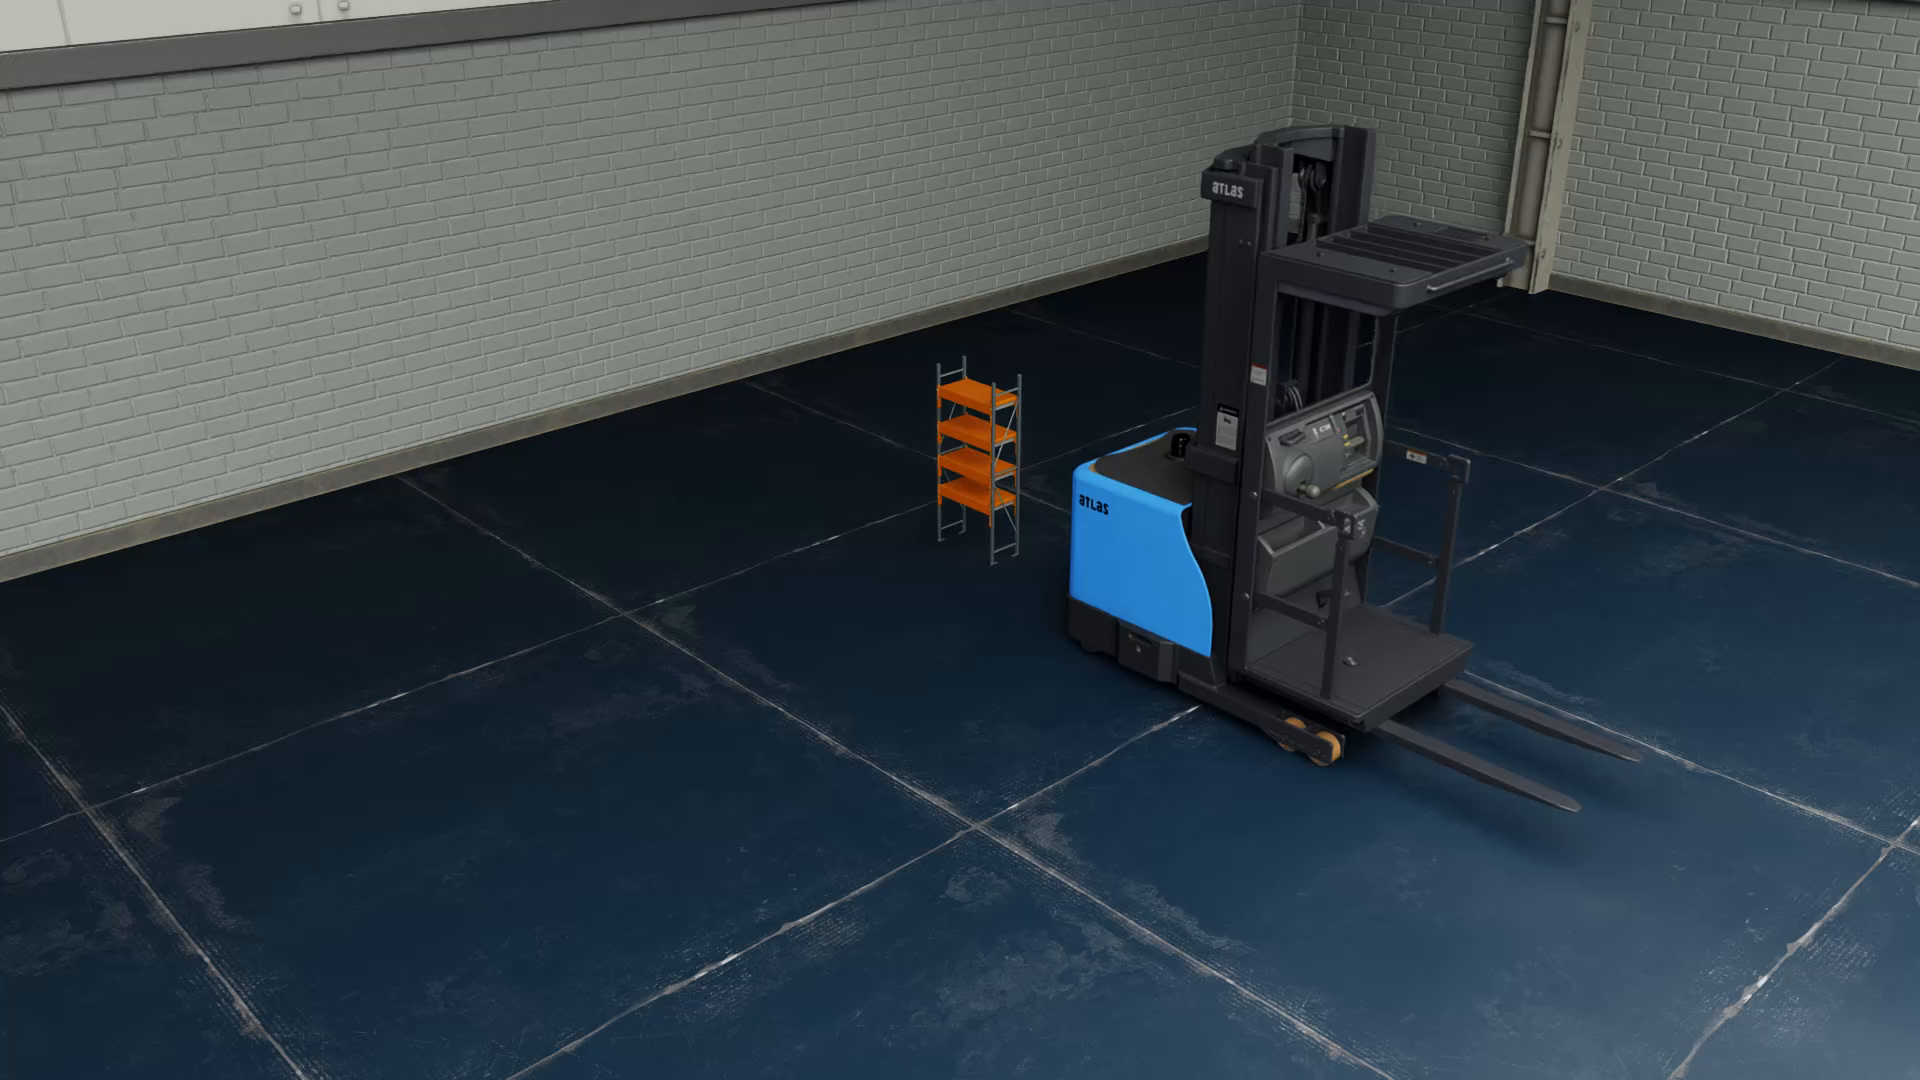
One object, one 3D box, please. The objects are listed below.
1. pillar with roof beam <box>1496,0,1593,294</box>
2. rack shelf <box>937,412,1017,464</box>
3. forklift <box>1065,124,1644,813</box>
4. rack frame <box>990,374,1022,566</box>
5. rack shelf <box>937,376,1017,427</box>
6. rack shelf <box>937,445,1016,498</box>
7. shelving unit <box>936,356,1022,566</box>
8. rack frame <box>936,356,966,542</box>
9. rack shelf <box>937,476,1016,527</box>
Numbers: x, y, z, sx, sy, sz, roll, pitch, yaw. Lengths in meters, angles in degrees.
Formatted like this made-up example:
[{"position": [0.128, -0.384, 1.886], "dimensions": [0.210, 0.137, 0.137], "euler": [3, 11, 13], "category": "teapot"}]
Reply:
[{"position": [2.313, -5.325, 11.580], "dimensions": [9.100, 9.000, 0.400], "euler": [-21, 32, -38], "category": "pillar with roof beam"}, {"position": [0.113, -0.638, 10.326], "dimensions": [0.258, 0.148, 0.480], "euler": [-21, 32, -38], "category": "rack shelf"}, {"position": [1.978, -0.450, 8.206], "dimensions": [1.130, 2.935, 3.031], "euler": [-22, 32, -39], "category": "forklift"}, {"position": [0.280, -0.422, 10.229], "dimensions": [0.240, 1.200, 0.015], "euler": [-21, 32, -38], "category": "rack frame"}, {"position": [0.113, -0.853, 10.228], "dimensions": [0.258, 0.148, 0.480], "euler": [-21, 32, -38], "category": "rack shelf"}, {"position": [0.113, -0.435, 10.419], "dimensions": [0.258, 0.148, 0.480], "euler": [-21, 32, -38], "category": "rack shelf"}, {"position": [0.113, -0.496, 10.391], "dimensions": [0.258, 1.200, 0.503], "euler": [-21, 32, -38], "category": "shelving unit"}, {"position": [-0.054, -0.570, 10.553], "dimensions": [0.240, 1.200, 0.015], "euler": [-21, 32, -38], "category": "rack frame"}, {"position": [0.113, -0.254, 10.501], "dimensions": [0.258, 0.148, 0.480], "euler": [-21, 32, -38], "category": "rack shelf"}]
